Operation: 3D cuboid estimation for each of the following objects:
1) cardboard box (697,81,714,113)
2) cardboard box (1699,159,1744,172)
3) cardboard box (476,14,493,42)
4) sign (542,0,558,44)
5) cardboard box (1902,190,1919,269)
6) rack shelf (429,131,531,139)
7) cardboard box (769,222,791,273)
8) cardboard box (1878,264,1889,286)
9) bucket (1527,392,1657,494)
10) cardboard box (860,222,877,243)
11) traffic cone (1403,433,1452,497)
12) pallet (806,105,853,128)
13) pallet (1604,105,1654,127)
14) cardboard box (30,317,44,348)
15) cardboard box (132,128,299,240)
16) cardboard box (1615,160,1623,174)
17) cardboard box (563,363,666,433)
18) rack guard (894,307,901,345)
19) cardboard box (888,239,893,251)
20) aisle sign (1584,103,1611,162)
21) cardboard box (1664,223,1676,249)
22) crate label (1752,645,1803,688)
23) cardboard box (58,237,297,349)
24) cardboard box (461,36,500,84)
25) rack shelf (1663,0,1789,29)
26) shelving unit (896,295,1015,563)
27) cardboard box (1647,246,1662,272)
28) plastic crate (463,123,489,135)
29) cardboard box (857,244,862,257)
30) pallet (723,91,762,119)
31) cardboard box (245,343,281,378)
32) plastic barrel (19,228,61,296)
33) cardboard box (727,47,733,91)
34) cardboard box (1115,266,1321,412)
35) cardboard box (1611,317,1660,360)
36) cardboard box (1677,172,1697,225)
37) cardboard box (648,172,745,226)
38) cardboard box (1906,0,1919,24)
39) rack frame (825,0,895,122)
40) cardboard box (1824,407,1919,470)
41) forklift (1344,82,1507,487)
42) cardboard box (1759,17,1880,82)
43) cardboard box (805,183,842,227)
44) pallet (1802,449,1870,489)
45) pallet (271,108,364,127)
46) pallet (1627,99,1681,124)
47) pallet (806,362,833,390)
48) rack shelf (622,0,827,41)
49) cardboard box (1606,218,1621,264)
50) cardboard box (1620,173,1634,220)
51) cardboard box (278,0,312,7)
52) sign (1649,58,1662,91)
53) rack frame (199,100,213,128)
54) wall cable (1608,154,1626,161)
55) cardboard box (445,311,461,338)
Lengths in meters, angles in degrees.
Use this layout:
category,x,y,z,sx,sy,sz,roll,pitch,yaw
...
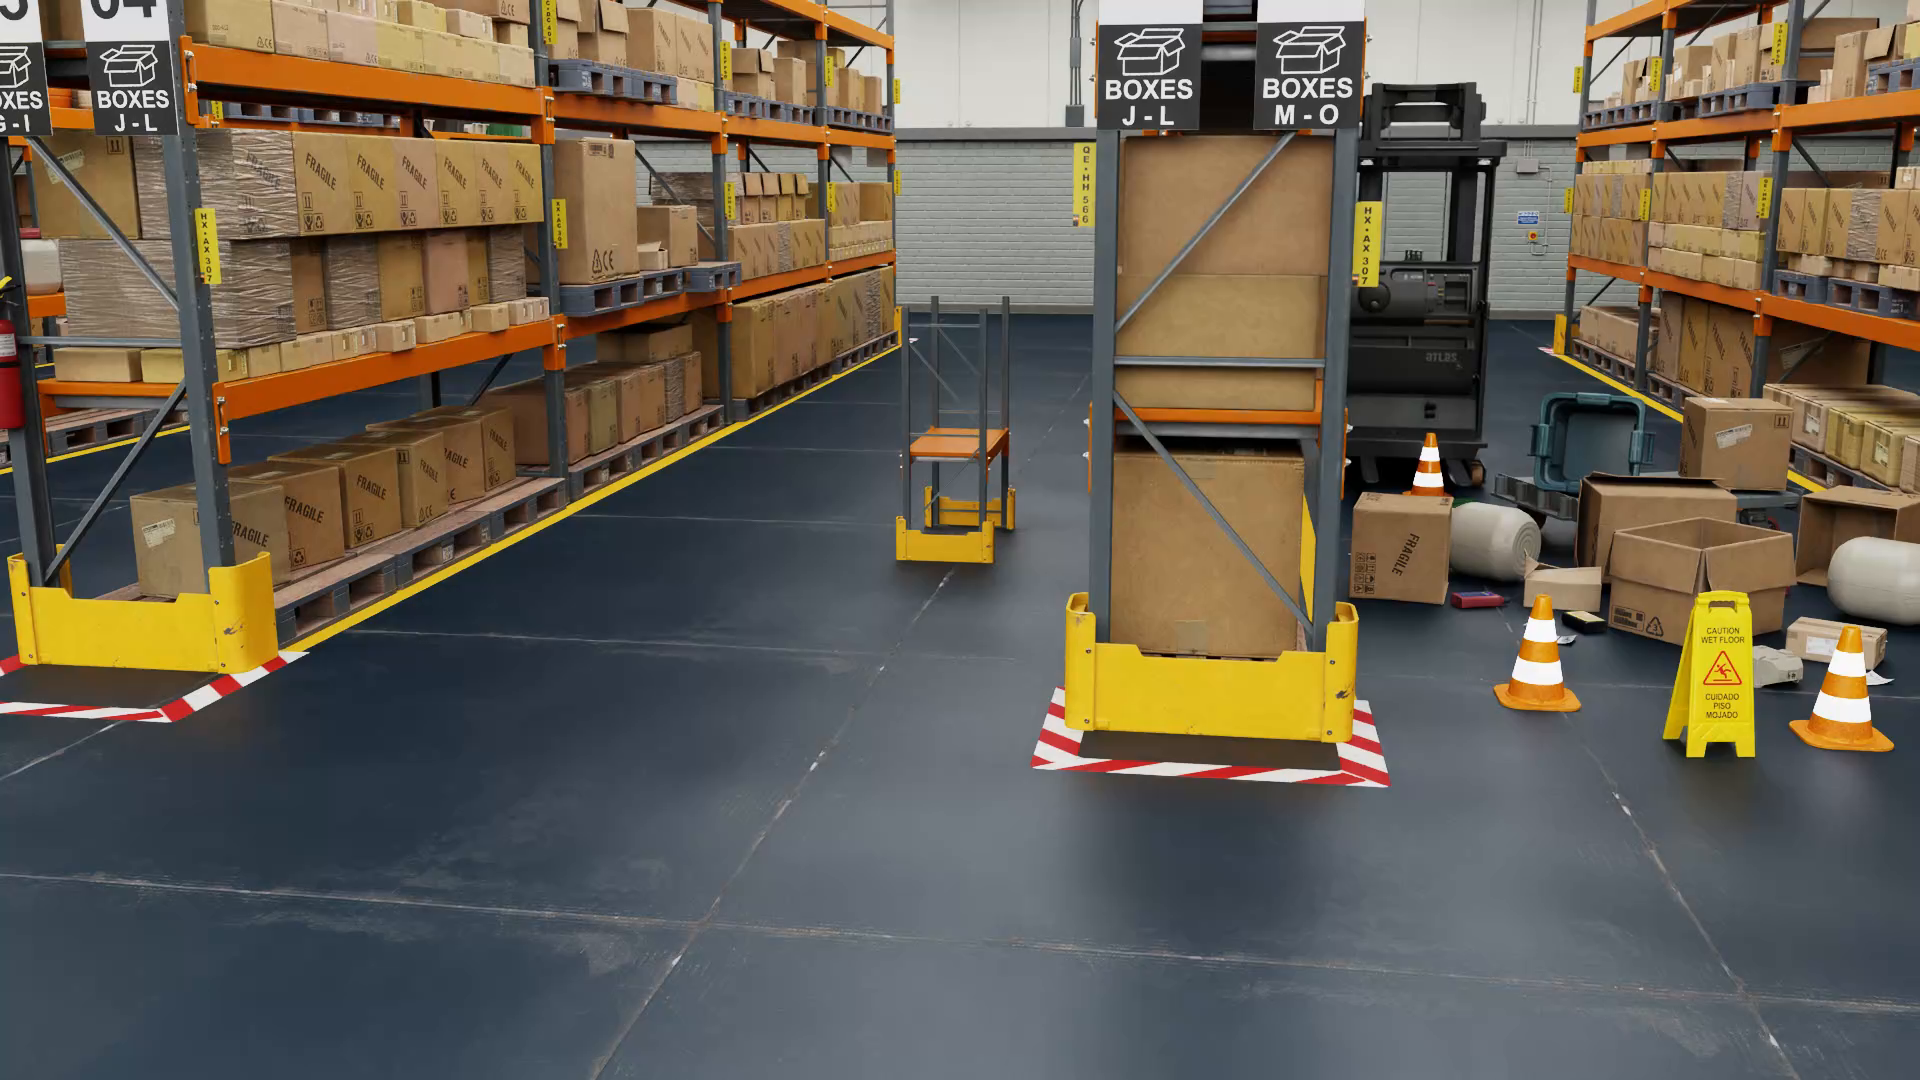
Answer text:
category,x,y,z,sx,sy,sz,roll,pitch,yaw
cardboard box,-2.451,-3.840,14.427,0.500,0.250,0.500,2,12,9
cardboard box,8.092,-3.977,17.679,0.380,0.149,0.250,2,12,8
cardboard box,-3.085,-3.124,10.160,0.380,0.149,0.250,1,12,6
sign,-2.698,-3.424,10.915,0.100,0.325,0.005,2,12,9
cardboard box,6.476,-2.006,10.743,0.500,0.500,0.500,2,12,9
rack shelf,-6.592,-5.078,21.523,1.077,0.370,4.000,2,12,9
cardboard box,-2.046,-3.013,17.118,0.500,0.500,0.500,2,12,9
cardboard box,6.534,-1.810,11.373,0.380,0.149,0.250,2,12,9
bucket,3.907,-0.579,10.223,0.726,0.611,0.620,7,4,28
cardboard box,-1.359,-3.970,21.445,0.500,0.250,0.500,1,12,7
traffic cone,3.348,-0.529,11.852,0.336,0.463,0.334,2,12,9
pallet,-1.869,-4.979,19.569,1.003,0.211,1.213,2,12,9
pallet,8.113,-4.911,19.254,1.003,0.211,1.213,2,12,9
cardboard box,-11.586,-2.589,20.277,0.500,0.500,0.500,2,12,8
cardboard box,-3.497,-1.677,7.839,0.500,0.500,0.500,2,12,9
cardboard box,7.802,-4.310,19.223,0.380,0.149,0.250,2,12,9
cardboard box,-2.857,-1.173,13.704,0.700,0.500,0.500,3,13,13
rack guard,-1.386,-3.002,23.237,1.175,0.500,0.348,2,12,9
cardboard box,-1.120,-4.011,22.583,0.380,0.149,0.250,2,12,10
aisle sign,8.126,-5.193,21.300,0.394,0.787,0.004,2,12,9
cardboard box,7.388,-3.044,16.670,0.500,0.250,0.500,2,12,10
crate label,3.643,0.570,7.524,0.250,0.136,0.298,-5,13,-21
cardboard box,-3.739,-1.196,7.981,0.875,0.500,0.500,2,12,9
cardboard box,-3.138,-2.902,10.077,0.500,0.250,0.500,2,12,10
rack shelf,7.479,-5.034,15.151,1.077,0.370,4.000,2,12,9
shelving unit,-0.012,-0.717,10.262,0.587,1.500,1.083,2,12,9
cardboard box,7.458,-2.909,17.227,0.500,0.250,0.500,2,12,7
plastic crate,-6.357,-5.279,21.374,0.437,0.136,0.530,2,12,9
cardboard box,-1.432,-3.584,20.601,0.380,0.149,0.250,2,12,9
pallet,-2.574,-4.063,15.557,1.213,0.211,1.003,2,12,11
cardboard box,-3.514,-0.869,8.000,0.380,0.149,0.250,2,12,9
plastic barrel,-7.653,-2.293,13.690,0.433,0.535,0.433,0,12,0
cardboard box,-2.552,-4.586,16.299,0.500,0.500,0.500,3,12,12
cardboard box,1.047,-0.859,7.002,0.875,0.550,0.550,2,12,9
cardboard box,8.126,-2.332,19.278,0.875,0.438,0.875,2,12,7
cardboard box,7.305,-3.310,16.120,0.500,0.500,0.500,2,12,7
cardboard box,-2.492,-3.245,15.811,0.797,0.503,0.637,2,12,11
cardboard box,6.655,-3.581,11.040,0.500,0.250,0.500,2,12,10
rack frame,-1.390,-7.152,22.318,1.000,3.000,0.127,2,12,9
cardboard box,6.847,-0.725,11.976,0.950,0.372,0.625,2,12,11
forklift,3.392,-1.906,12.381,1.130,2.935,3.031,3,12,12
cardboard box,7.080,-4.038,13.749,0.797,0.503,0.637,1,12,5
cardboard box,-1.679,-3.916,19.416,0.500,0.500,0.500,2,12,9
pallet,6.860,-0.454,12.097,1.003,0.211,1.213,2,12,9
pallet,-7.095,-4.518,17.668,1.003,0.211,1.213,2,12,9
pallet,7.923,-4.658,18.079,1.003,0.211,1.213,2,12,9
pallet,-2.050,-1.860,18.624,1.003,0.211,1.213,2,12,9
rack shelf,-2.313,-5.356,16.641,1.077,0.370,4.000,2,12,9
cardboard box,7.742,-3.431,19.058,0.500,0.500,0.500,2,12,8
cardboard box,7.673,-3.815,18.467,0.500,0.500,0.500,2,12,8
cardboard box,-3.415,-2.688,8.135,0.380,0.149,0.250,2,12,11
sign,7.238,-4.841,17.300,0.100,0.325,0.005,2,12,9
rack frame,-7.515,-2.714,15.968,1.000,3.000,0.127,2,12,9
wall cable,10.649,-5.526,26.602,0.588,1.984,0.122,2,12,9
cardboard box,-3.220,-1.285,9.934,0.380,0.149,0.250,2,12,9
